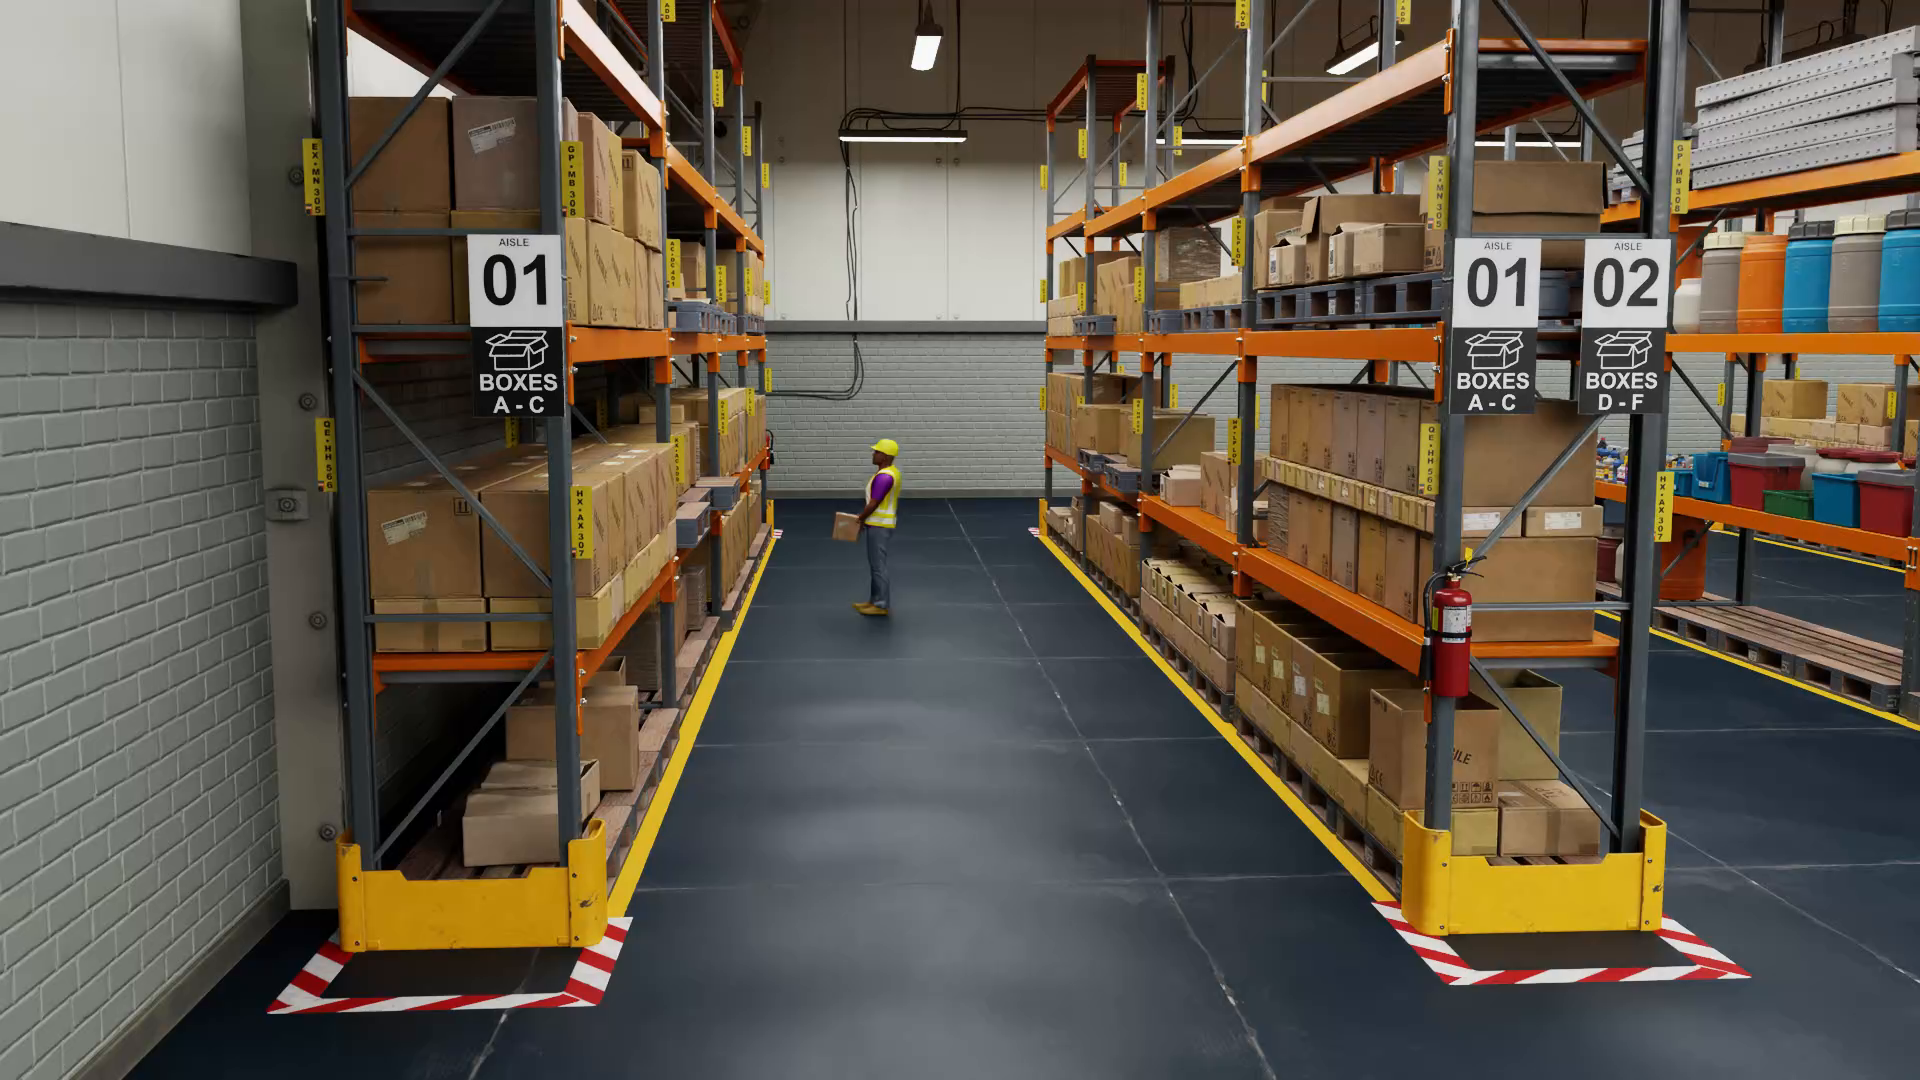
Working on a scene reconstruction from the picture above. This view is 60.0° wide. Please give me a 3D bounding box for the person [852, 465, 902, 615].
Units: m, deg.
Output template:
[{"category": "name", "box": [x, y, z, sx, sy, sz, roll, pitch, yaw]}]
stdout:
[{"category": "person", "box": [8.175, -0.367, 12.682, 19.361, 3.194, 6.553, 1, 7, 6]}]
